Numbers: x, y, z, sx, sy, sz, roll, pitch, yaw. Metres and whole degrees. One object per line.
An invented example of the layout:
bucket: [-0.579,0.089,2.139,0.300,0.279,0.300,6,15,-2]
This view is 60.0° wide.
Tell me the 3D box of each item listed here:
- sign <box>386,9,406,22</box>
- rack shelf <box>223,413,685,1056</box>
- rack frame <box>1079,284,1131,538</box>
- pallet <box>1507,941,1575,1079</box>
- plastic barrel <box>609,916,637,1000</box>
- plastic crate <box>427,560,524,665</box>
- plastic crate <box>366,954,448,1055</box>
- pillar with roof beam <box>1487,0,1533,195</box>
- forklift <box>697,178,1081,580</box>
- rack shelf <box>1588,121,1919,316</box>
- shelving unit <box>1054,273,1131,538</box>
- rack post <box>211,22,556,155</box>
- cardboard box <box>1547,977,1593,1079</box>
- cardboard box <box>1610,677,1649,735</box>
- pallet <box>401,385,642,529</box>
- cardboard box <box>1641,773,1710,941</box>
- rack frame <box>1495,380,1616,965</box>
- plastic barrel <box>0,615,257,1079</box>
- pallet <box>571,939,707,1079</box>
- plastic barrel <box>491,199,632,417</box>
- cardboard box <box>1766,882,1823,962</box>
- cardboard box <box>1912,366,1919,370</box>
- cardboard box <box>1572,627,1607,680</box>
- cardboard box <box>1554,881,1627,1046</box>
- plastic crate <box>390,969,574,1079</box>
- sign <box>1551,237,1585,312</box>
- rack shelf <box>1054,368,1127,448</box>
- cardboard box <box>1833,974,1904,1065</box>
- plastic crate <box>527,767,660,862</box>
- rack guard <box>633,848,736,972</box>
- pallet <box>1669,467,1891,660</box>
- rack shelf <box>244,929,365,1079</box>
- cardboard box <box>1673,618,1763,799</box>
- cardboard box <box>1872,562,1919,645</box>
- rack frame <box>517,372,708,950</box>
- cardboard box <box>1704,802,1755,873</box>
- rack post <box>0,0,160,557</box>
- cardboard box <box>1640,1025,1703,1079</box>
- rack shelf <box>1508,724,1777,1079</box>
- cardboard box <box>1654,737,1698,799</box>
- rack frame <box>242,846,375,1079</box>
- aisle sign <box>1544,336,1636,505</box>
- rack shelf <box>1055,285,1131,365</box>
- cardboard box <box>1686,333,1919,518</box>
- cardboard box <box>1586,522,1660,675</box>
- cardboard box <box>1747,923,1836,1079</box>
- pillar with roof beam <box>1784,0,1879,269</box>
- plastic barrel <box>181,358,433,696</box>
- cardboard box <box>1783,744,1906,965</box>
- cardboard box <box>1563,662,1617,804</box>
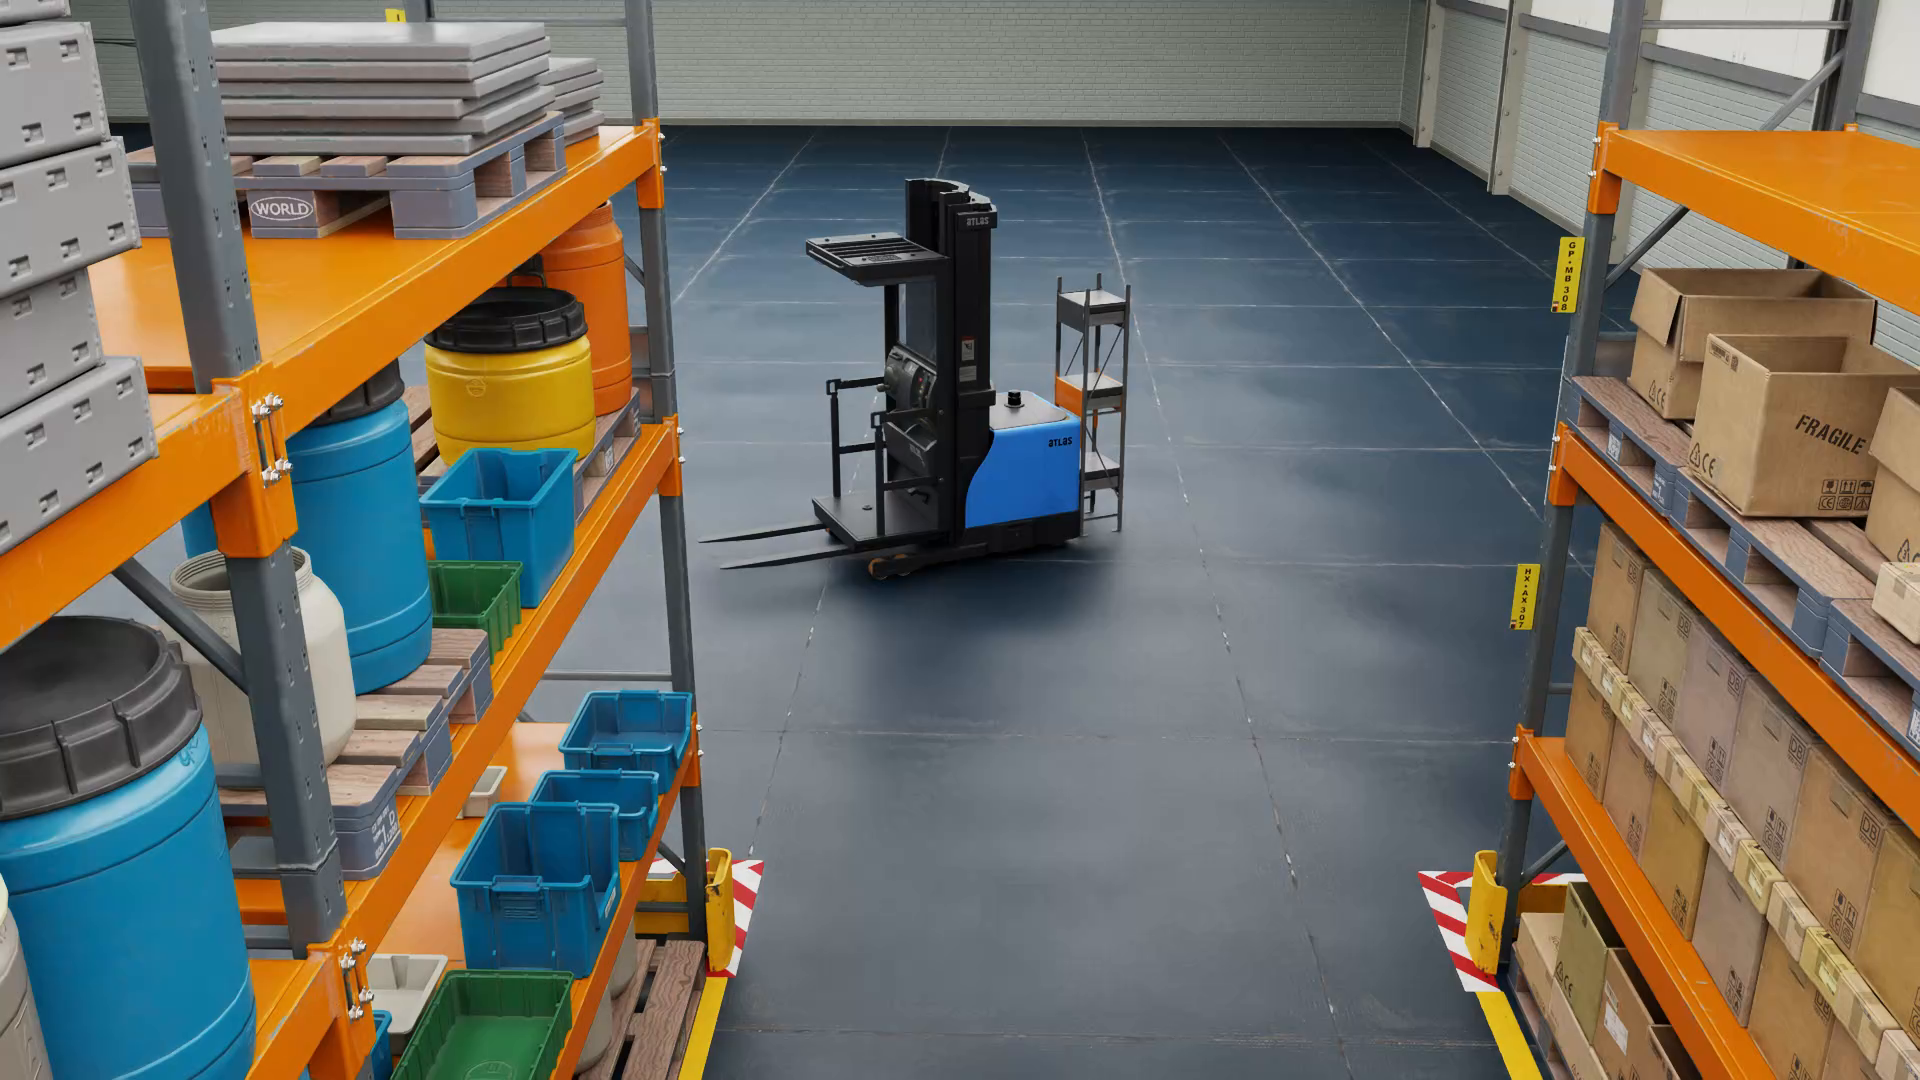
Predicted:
sign: [-2.333,-2.050,6.956,0.100,0.325,0.005,1,21,2]
rack shelf: [-1.844,0.317,5.707,1.077,0.370,4.000,1,21,2]
rack frame: [1.177,-1.031,13.577,0.400,2.100,0.015,-9,23,-22]
pallet: [3.186,2.289,7.630,1.003,0.211,1.213,1,21,2]
plastic barrel: [-1.727,1.859,7.742,0.421,0.512,0.421,0,21,0]
plastic crate: [-1.585,0.236,5.214,0.336,0.188,0.450,1,21,2]
plastic crate: [-2.109,1.636,5.824,0.530,0.136,0.437,1,21,2]
pillar with roof beam: [5.389,-10.494,28.427,9.100,9.000,0.400,1,21,2]
forklift: [-0.576,-1.274,13.053,3.031,2.935,1.130,-9,23,-22]
rack shelf: [3.107,-0.839,5.093,1.077,0.370,4.000,1,21,2]
shelving unit: [1.078,-1.112,13.785,0.431,2.100,0.503,-9,23,-22]
rack post: [-1.811,-1.404,5.105,0.937,0.300,0.954,0,21,1]
cardboard box: [2.917,2.171,7.301,0.500,0.250,0.500,1,21,2]
cardboard box: [2.926,0.689,6.866,0.380,0.149,0.250,1,21,2]
pallet: [-1.906,-0.356,6.707,1.003,0.211,1.213,1,21,2]
cardboard box: [3.108,1.204,6.435,0.700,0.500,0.500,1,21,2]
rack frame: [3.167,0.712,7.839,1.000,3.000,0.127,1,21,2]
plastic barrel: [-1.704,0.657,3.143,0.600,0.901,0.708,1,21,2]
pallet: [-1.769,2.278,7.659,1.003,0.211,1.213,1,21,2]
plastic barrel: [-1.671,-0.961,6.831,0.600,0.830,0.708,1,21,2]
cardboard box: [2.880,1.250,5.419,0.380,0.149,0.250,1,21,3]
cardboard box: [3.396,-0.458,6.142,0.500,0.250,0.500,1,21,2]
cardboard box: [2.940,0.503,7.344,0.380,0.149,0.250,0,21,1]
cardboard box: [2.916,1.821,7.166,0.500,0.500,0.500,1,21,2]
plastic crate: [-1.582,1.714,5.551,0.450,0.188,0.662,1,21,2]
sign: [2.613,-1.139,7.146,0.100,0.325,0.005,1,21,2]
rack shelf: [1.078,-1.099,13.789,0.431,0.518,0.480,-9,23,-22]
cardboard box: [2.862,1.430,4.955,0.380,0.149,0.250,1,21,2]
plastic crate: [-1.525,1.145,6.930,0.499,0.251,0.408,1,21,2]
rack guard: [-1.739,1.850,8.363,1.175,0.500,0.348,1,21,2]
pallet: [3.086,0.053,5.515,1.003,0.211,1.213,1,21,2]
rack shelf: [-1.966,1.763,1.980,1.077,0.370,4.000,1,21,2]
cardboard box: [3.114,0.621,6.143,0.700,0.500,0.500,1,21,2]
cardboard box: [2.809,0.177,4.645,0.380,0.149,0.250,1,21,2]
rack frame: [-1.783,0.657,7.983,1.000,3.000,0.127,1,21,2]
cardboard box: [2.893,1.059,5.912,0.380,0.149,0.250,1,21,2]
rack post: [-1.879,-0.074,1.297,1.013,1.000,3.121,1,21,2]
cardboard box: [2.881,2.183,6.234,0.500,0.500,0.500,1,21,2]
rack shelf: [3.107,1.771,6.106,1.077,0.370,4.000,1,21,2]
cardboard box: [2.911,0.876,6.382,0.380,0.149,0.250,0,21,0]
rack frame: [-1.905,2.103,4.256,1.000,3.000,0.127,1,21,2]
aisle sign: [2.863,-0.527,7.439,0.394,0.787,0.004,1,21,2]
rack shelf: [1.078,-1.752,13.536,0.431,0.518,0.480,-9,23,-22]
cardboard box: [2.844,-0.396,5.638,0.500,0.500,0.500,1,21,2]
cardboard box: [3.139,0.249,7.103,0.700,0.500,0.500,1,21,2]
cardboard box: [3.082,1.579,5.467,0.700,0.500,0.500,1,21,2]
pillar with roof beam: [5.024,-6.155,17.245,9.100,9.000,0.400,1,21,2]
plastic barrel: [-1.768,-0.084,4.471,0.600,0.901,0.708,1,21,2]
cardboard box: [3.083,0.983,5.210,0.700,0.500,0.500,1,21,2]
cardboard box: [3.141,0.835,7.387,0.700,0.500,0.500,1,21,2]
